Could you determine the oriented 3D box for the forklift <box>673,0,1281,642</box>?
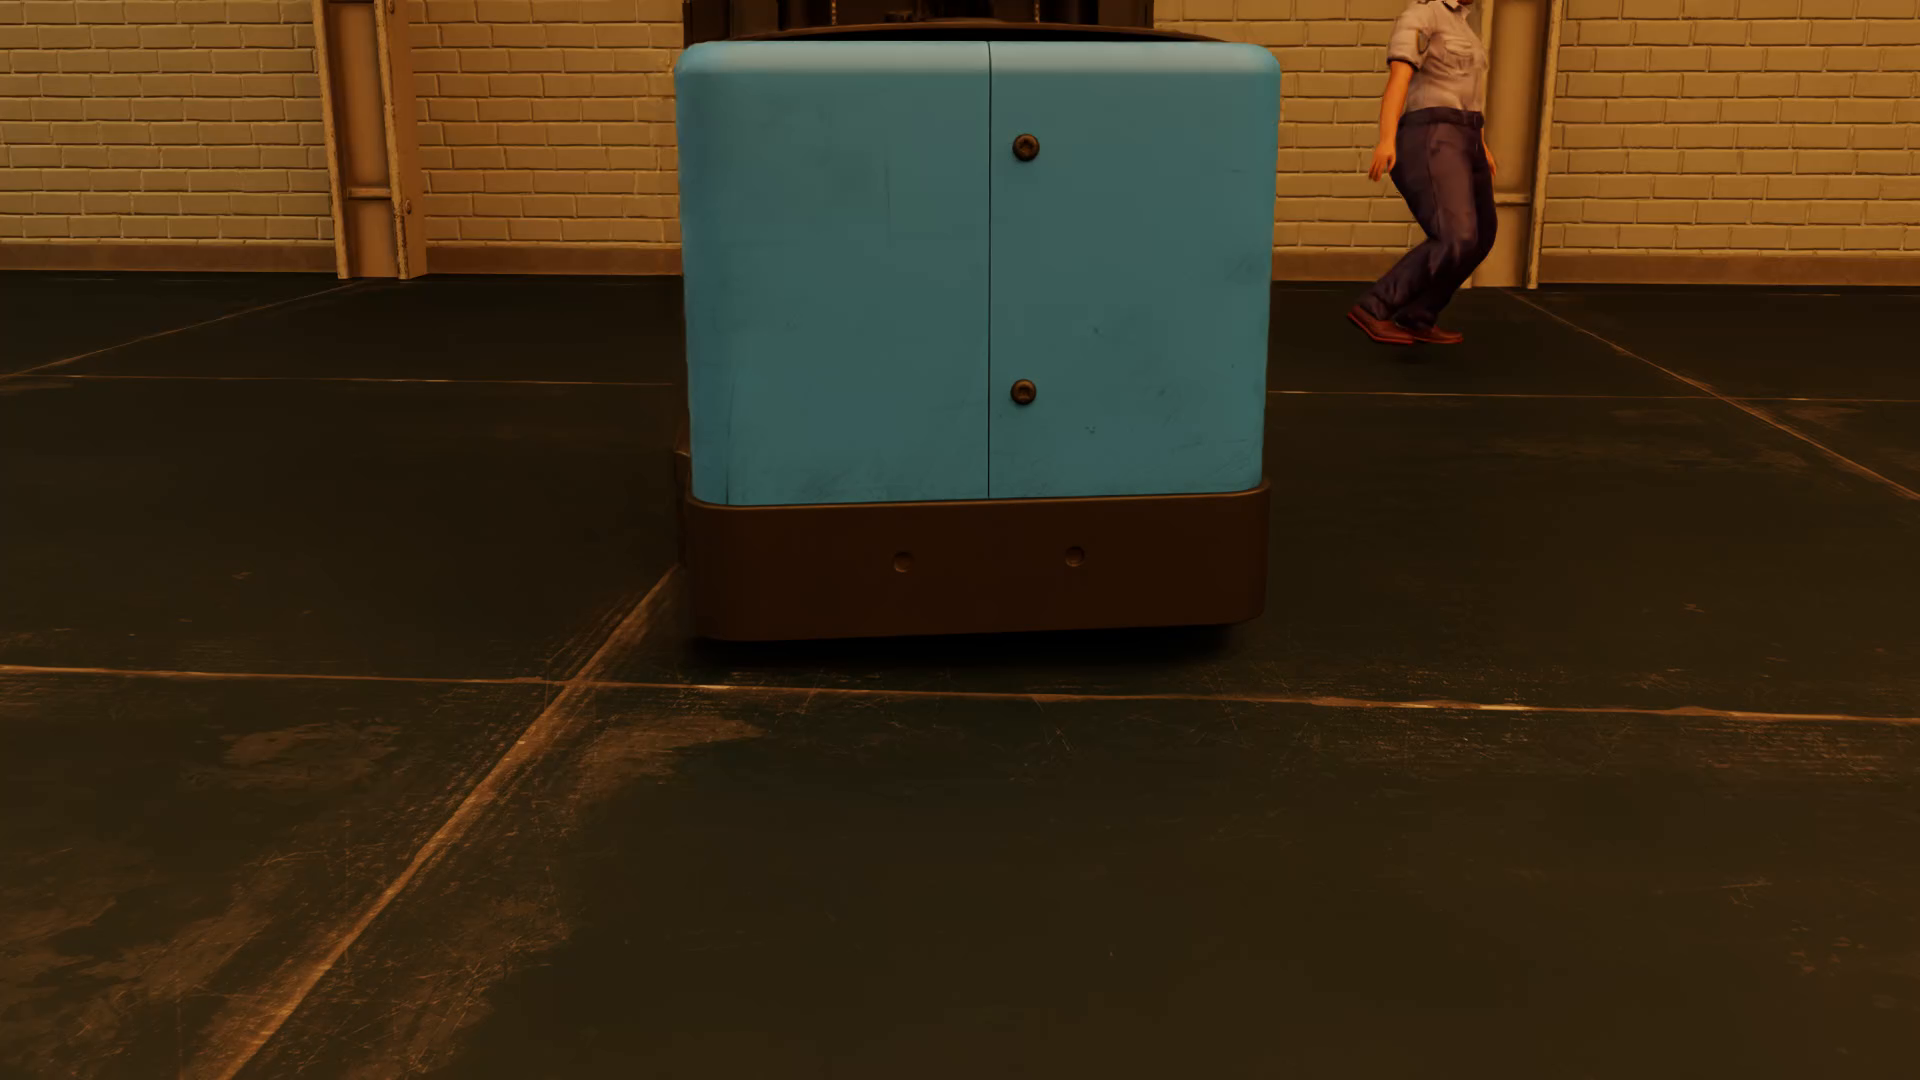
[{"bbox_3d":[-0.123,-1.574,4.018,1.130,2.935,3.031,-2,15,-6],"label":"forklift"}]

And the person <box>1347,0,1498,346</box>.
[{"bbox_3d":[1.823,-1.478,6.313,0.487,1.565,0.840,11,19,35],"label":"person"}]
